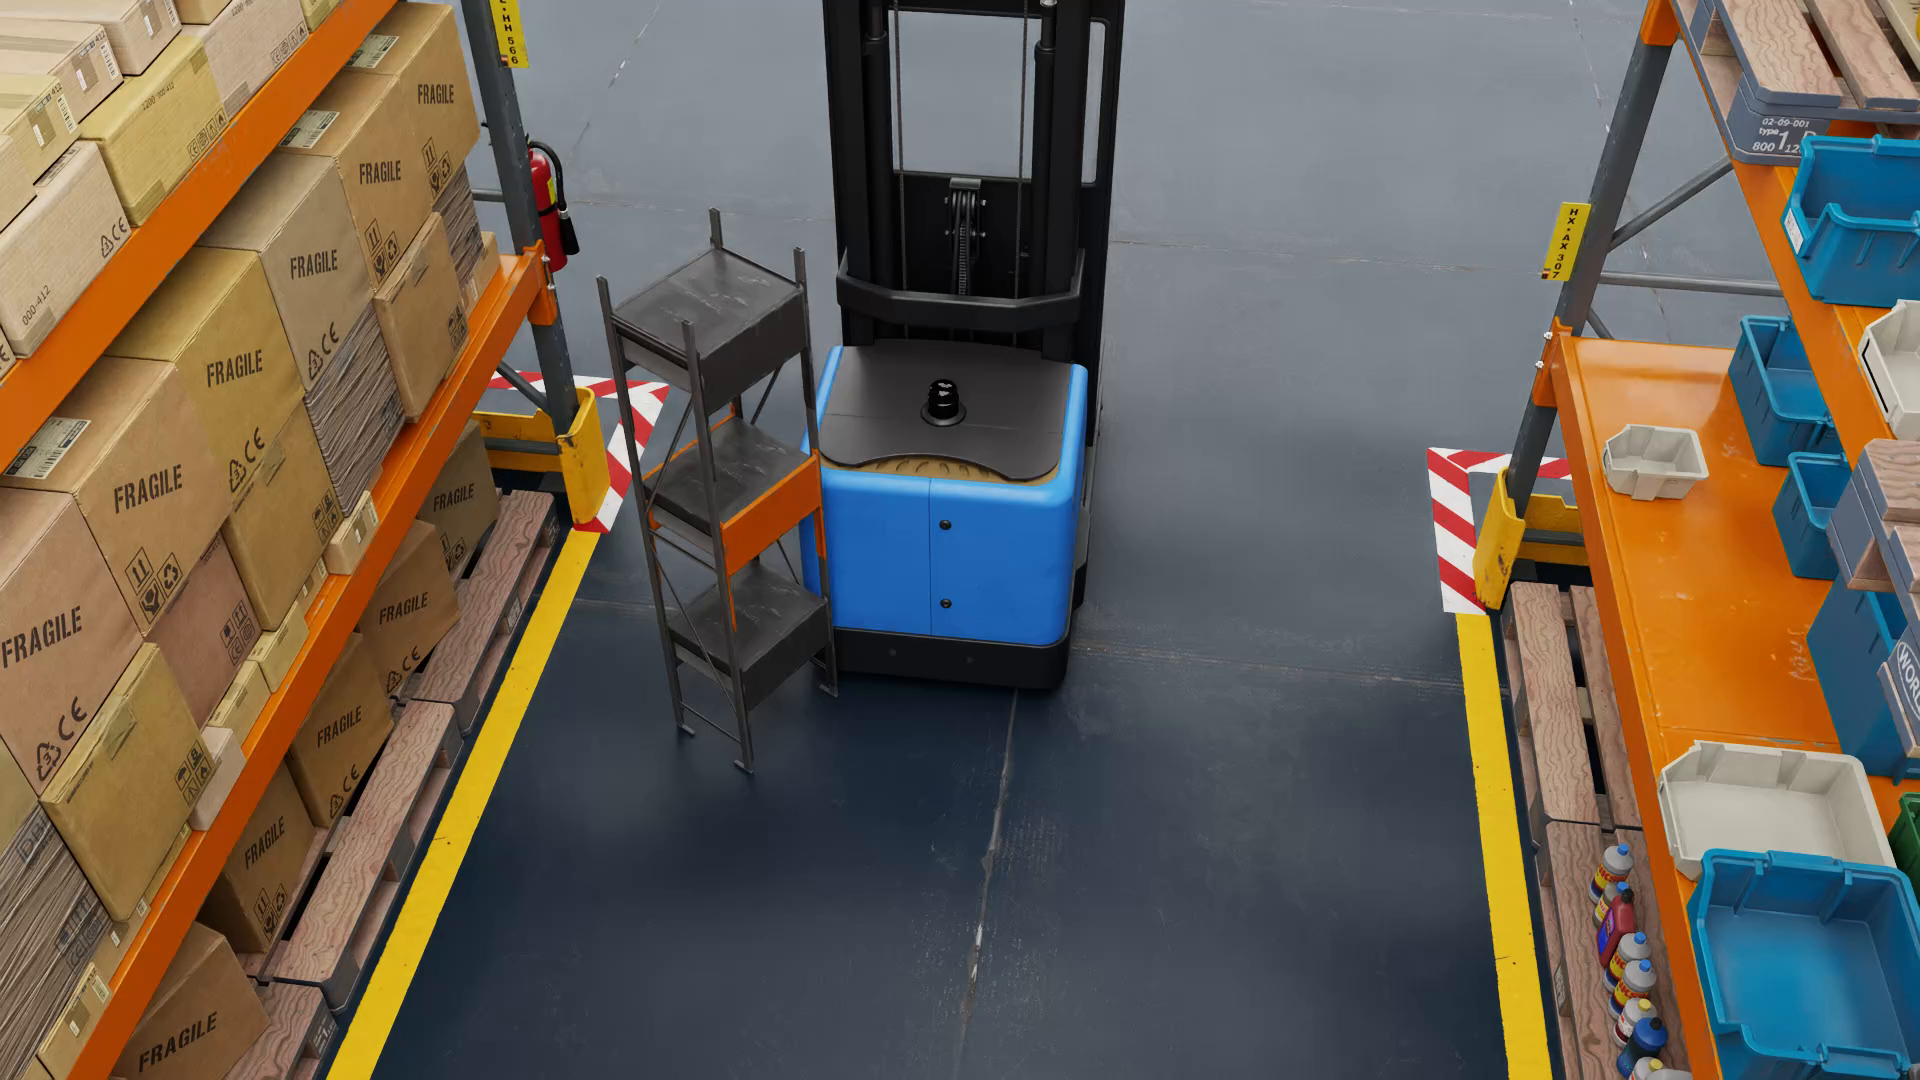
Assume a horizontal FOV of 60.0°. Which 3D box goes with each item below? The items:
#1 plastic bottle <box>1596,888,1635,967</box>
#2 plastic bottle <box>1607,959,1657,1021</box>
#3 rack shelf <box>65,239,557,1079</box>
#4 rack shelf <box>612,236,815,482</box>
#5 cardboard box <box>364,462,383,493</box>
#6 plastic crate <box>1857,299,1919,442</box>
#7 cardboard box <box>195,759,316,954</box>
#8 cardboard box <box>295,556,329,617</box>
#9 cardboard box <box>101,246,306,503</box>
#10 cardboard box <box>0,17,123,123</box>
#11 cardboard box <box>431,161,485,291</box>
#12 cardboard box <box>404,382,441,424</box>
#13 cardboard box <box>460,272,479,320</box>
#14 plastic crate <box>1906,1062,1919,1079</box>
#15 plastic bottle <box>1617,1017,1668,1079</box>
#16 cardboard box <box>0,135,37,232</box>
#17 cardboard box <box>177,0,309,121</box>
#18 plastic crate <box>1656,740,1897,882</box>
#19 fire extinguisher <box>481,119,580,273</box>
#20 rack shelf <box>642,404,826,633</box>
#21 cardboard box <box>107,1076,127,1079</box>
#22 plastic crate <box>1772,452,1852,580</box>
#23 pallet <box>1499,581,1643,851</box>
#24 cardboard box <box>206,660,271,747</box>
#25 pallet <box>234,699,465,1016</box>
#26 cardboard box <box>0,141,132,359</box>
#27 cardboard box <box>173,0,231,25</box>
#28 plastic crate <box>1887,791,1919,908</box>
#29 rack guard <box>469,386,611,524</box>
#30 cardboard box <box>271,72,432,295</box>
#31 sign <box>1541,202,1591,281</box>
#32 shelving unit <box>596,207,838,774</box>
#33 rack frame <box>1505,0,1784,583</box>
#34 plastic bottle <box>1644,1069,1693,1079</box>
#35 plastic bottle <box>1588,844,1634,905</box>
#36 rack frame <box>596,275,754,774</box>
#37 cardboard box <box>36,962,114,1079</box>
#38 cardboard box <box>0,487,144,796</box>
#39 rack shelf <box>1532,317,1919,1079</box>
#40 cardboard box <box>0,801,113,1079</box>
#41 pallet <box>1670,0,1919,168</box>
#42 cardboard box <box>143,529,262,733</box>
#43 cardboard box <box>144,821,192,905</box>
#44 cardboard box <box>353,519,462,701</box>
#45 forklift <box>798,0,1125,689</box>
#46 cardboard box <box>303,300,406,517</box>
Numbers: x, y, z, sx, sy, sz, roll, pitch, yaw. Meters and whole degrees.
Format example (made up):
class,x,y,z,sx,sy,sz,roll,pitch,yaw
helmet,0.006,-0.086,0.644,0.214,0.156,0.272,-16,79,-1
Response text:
class,x,y,z,sx,sy,sz,roll,pitch,yaw
plastic bottle,2.144,1.261,5.414,0.061,0.283,0.133,6,44,6
plastic bottle,2.133,1.415,5.261,0.097,0.271,0.097,0,43,0
rack shelf,-2.434,0.249,5.351,1.077,0.370,4.000,5,44,6
rack shelf,-0.797,-0.588,5.368,0.431,0.518,0.480,28,50,27
cardboard box,-2.151,-0.218,5.504,0.380,0.149,0.250,5,44,6
plastic crate,2.023,-0.324,3.442,0.243,0.136,0.396,5,44,6
cardboard box,-2.533,1.015,5.531,0.500,0.500,0.500,2,43,2
cardboard box,-2.198,0.124,5.142,0.380,0.149,0.250,5,44,6
cardboard box,-2.200,-0.464,4.564,0.500,0.500,0.500,5,44,6
cardboard box,-2.214,-1.093,3.883,0.380,0.149,0.250,6,44,7
cardboard box,-2.269,-1.148,6.014,0.875,0.500,0.500,5,44,6
cardboard box,-2.066,-0.557,5.862,0.380,0.149,0.250,5,44,6
cardboard box,-2.036,-0.901,6.225,0.380,0.149,0.250,5,44,6
plastic crate,2.407,1.478,3.575,0.767,0.338,0.504,5,44,6
plastic bottle,2.106,1.553,5.115,0.097,0.271,0.097,0,43,0
cardboard box,-2.214,-0.738,3.507,0.380,0.149,0.250,4,44,5
cardboard box,-2.120,-1.370,4.465,0.500,0.250,0.500,6,44,6
plastic crate,2.175,0.767,4.473,0.530,0.136,0.437,5,44,6
fire extinguisher,-1.697,-1.384,6.608,0.296,0.674,0.183,5,44,6
rack shelf,-0.797,-0.080,5.849,0.431,0.518,0.480,28,50,27
cardboard box,-2.606,1.837,4.664,0.500,0.500,0.500,4,44,4
plastic crate,2.879,-0.061,5.263,0.499,0.251,0.408,5,44,6
pallet,2.664,0.696,6.383,1.003,0.211,1.213,5,44,6
cardboard box,-2.231,0.468,4.779,0.380,0.149,0.250,5,44,6
pallet,-2.486,1.068,5.991,1.003,0.211,1.213,5,44,6
cardboard box,-2.244,-0.666,3.722,0.500,0.250,0.500,4,44,4
cardboard box,-2.076,-1.452,4.261,0.380,0.149,0.250,3,44,3
plastic crate,2.671,0.978,4.212,0.450,0.188,0.662,5,44,6
rack guard,-2.179,-0.416,7.348,1.175,0.500,0.348,5,44,6
cardboard box,-2.057,-1.145,5.283,0.500,0.500,0.500,5,44,6
sign,2.195,-1.079,6.029,0.100,0.325,0.005,5,44,6
shelving unit,-0.797,-0.090,5.840,0.431,2.100,0.503,28,50,27
rack frame,2.740,-0.926,6.068,1.000,3.000,0.127,5,44,6
plastic bottle,2.104,1.703,4.953,0.152,0.276,0.135,6,44,6
plastic bottle,2.192,1.113,5.580,0.097,0.271,0.097,0,43,0
rack frame,-0.947,0.042,5.701,0.400,2.100,0.015,28,50,27
cardboard box,-2.326,1.153,4.055,0.380,0.149,0.250,5,44,6
cardboard box,-2.322,0.218,3.844,0.500,0.500,0.500,5,44,6
rack shelf,2.476,0.699,4.876,1.077,0.370,4.000,5,44,6
cardboard box,-2.577,0.905,3.846,0.875,0.500,0.500,5,44,6
pallet,2.534,-1.391,4.516,1.003,0.211,1.213,5,44,6
cardboard box,-2.510,0.217,4.572,0.875,0.500,0.500,5,44,6
cardboard box,-2.296,0.809,4.419,0.380,0.149,0.250,5,44,6
cardboard box,-2.314,0.214,6.377,0.500,0.500,0.500,16,46,16
forklift,0.080,-1.494,6.718,1.130,2.935,3.031,5,44,5
cardboard box,-2.325,-0.459,5.286,0.875,0.500,0.500,5,44,6
